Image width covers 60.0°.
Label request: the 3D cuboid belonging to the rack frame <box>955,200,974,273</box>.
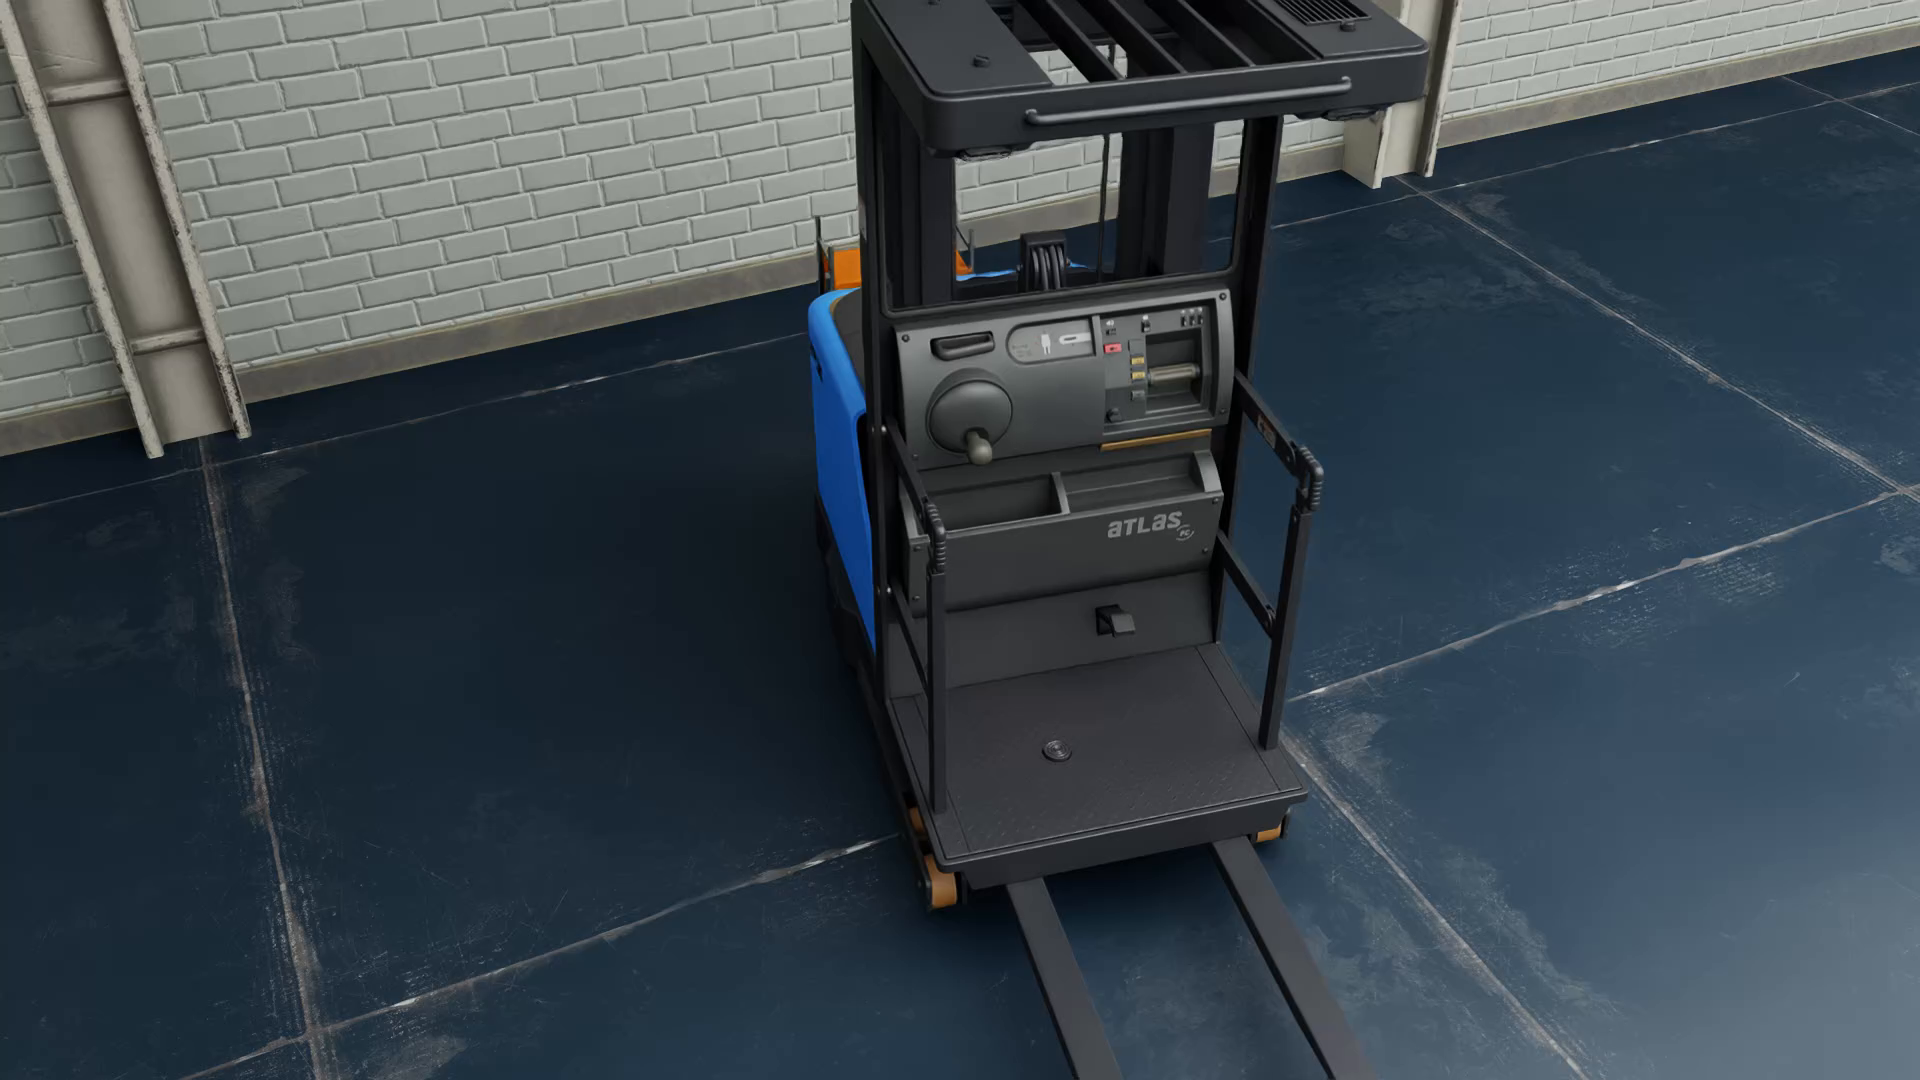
[{"bbox_3d":[0.008,-0.646,6.114,0.015,1.200,0.240,-9,38,-12],"label":"rack frame"}]

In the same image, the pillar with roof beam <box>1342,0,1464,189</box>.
[{"bbox_3d":[4.110,-3.271,3.106,0.400,9.000,9.100,-16,39,-20],"label":"pillar with roof beam"}]

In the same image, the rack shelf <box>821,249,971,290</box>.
[{"bbox_3d":[-0.227,-0.923,5.828,0.480,0.148,0.258,-9,38,-12],"label":"rack shelf"}]

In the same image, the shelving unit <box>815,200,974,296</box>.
[{"bbox_3d":[-0.227,-0.607,6.062,0.503,1.200,0.258,-9,38,-12],"label":"shelving unit"}]

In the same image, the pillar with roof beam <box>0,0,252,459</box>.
[{"bbox_3d":[-1.321,-1.752,1.058,0.400,9.000,9.100,-16,39,-20],"label":"pillar with roof beam"}]

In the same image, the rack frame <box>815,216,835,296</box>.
[{"bbox_3d":[-0.462,-0.569,6.010,0.015,1.200,0.240,-9,38,-12],"label":"rack frame"}]

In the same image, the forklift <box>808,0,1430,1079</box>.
[{"bbox_3d":[0.348,-0.371,4.290,1.130,2.935,3.031,-9,38,-12],"label":"forklift"}]
